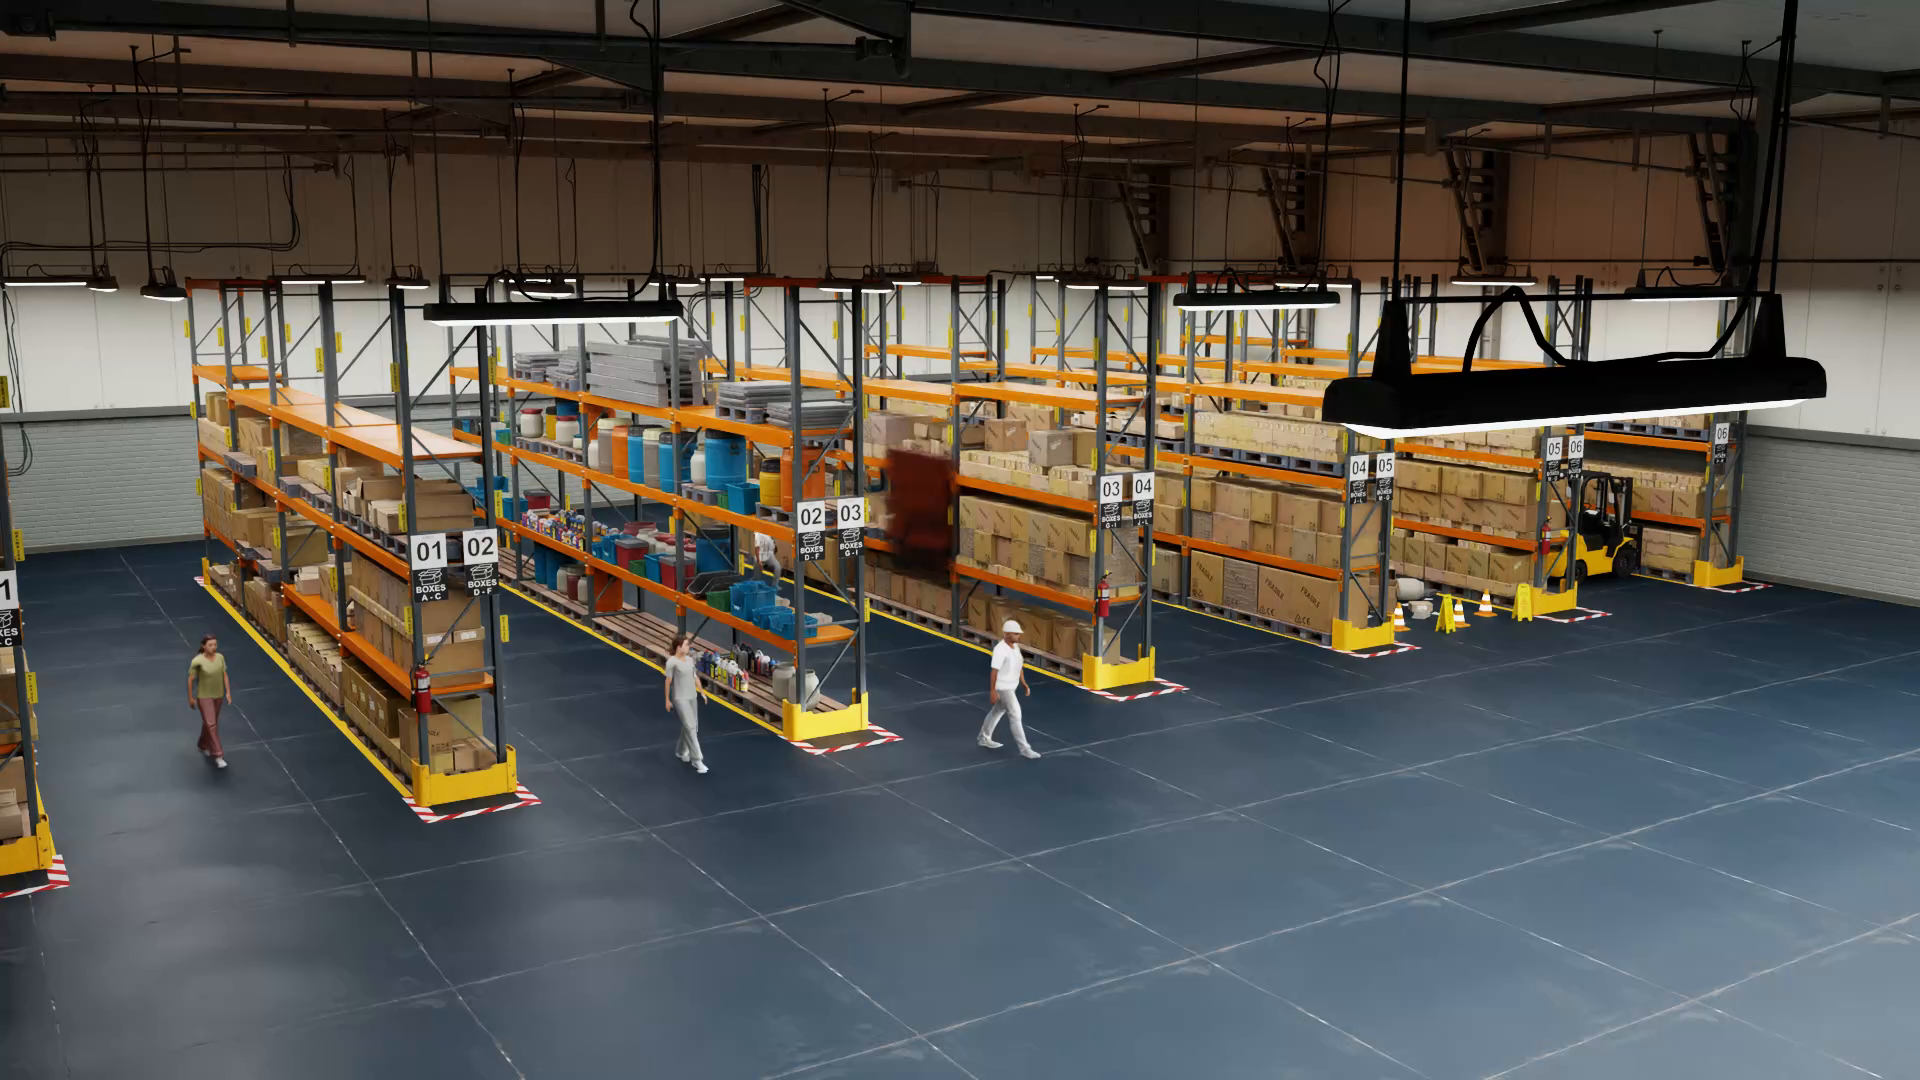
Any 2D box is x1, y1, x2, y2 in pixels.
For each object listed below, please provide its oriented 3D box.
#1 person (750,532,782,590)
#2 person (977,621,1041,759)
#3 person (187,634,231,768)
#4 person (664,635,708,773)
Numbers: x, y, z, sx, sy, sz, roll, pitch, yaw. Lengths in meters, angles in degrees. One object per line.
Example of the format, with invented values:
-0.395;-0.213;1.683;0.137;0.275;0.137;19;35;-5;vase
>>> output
-3.639;0.335;30.888;0.451;1.571;1.045;-6;11;-32;person
0.657;1.886;21.454;0.951;1.718;0.593;3;10;18;person
-9.489;1.993;21.115;0.929;1.626;0.475;6;11;32;person
-3.386;2.037;20.982;0.762;1.663;0.469;7;12;34;person
